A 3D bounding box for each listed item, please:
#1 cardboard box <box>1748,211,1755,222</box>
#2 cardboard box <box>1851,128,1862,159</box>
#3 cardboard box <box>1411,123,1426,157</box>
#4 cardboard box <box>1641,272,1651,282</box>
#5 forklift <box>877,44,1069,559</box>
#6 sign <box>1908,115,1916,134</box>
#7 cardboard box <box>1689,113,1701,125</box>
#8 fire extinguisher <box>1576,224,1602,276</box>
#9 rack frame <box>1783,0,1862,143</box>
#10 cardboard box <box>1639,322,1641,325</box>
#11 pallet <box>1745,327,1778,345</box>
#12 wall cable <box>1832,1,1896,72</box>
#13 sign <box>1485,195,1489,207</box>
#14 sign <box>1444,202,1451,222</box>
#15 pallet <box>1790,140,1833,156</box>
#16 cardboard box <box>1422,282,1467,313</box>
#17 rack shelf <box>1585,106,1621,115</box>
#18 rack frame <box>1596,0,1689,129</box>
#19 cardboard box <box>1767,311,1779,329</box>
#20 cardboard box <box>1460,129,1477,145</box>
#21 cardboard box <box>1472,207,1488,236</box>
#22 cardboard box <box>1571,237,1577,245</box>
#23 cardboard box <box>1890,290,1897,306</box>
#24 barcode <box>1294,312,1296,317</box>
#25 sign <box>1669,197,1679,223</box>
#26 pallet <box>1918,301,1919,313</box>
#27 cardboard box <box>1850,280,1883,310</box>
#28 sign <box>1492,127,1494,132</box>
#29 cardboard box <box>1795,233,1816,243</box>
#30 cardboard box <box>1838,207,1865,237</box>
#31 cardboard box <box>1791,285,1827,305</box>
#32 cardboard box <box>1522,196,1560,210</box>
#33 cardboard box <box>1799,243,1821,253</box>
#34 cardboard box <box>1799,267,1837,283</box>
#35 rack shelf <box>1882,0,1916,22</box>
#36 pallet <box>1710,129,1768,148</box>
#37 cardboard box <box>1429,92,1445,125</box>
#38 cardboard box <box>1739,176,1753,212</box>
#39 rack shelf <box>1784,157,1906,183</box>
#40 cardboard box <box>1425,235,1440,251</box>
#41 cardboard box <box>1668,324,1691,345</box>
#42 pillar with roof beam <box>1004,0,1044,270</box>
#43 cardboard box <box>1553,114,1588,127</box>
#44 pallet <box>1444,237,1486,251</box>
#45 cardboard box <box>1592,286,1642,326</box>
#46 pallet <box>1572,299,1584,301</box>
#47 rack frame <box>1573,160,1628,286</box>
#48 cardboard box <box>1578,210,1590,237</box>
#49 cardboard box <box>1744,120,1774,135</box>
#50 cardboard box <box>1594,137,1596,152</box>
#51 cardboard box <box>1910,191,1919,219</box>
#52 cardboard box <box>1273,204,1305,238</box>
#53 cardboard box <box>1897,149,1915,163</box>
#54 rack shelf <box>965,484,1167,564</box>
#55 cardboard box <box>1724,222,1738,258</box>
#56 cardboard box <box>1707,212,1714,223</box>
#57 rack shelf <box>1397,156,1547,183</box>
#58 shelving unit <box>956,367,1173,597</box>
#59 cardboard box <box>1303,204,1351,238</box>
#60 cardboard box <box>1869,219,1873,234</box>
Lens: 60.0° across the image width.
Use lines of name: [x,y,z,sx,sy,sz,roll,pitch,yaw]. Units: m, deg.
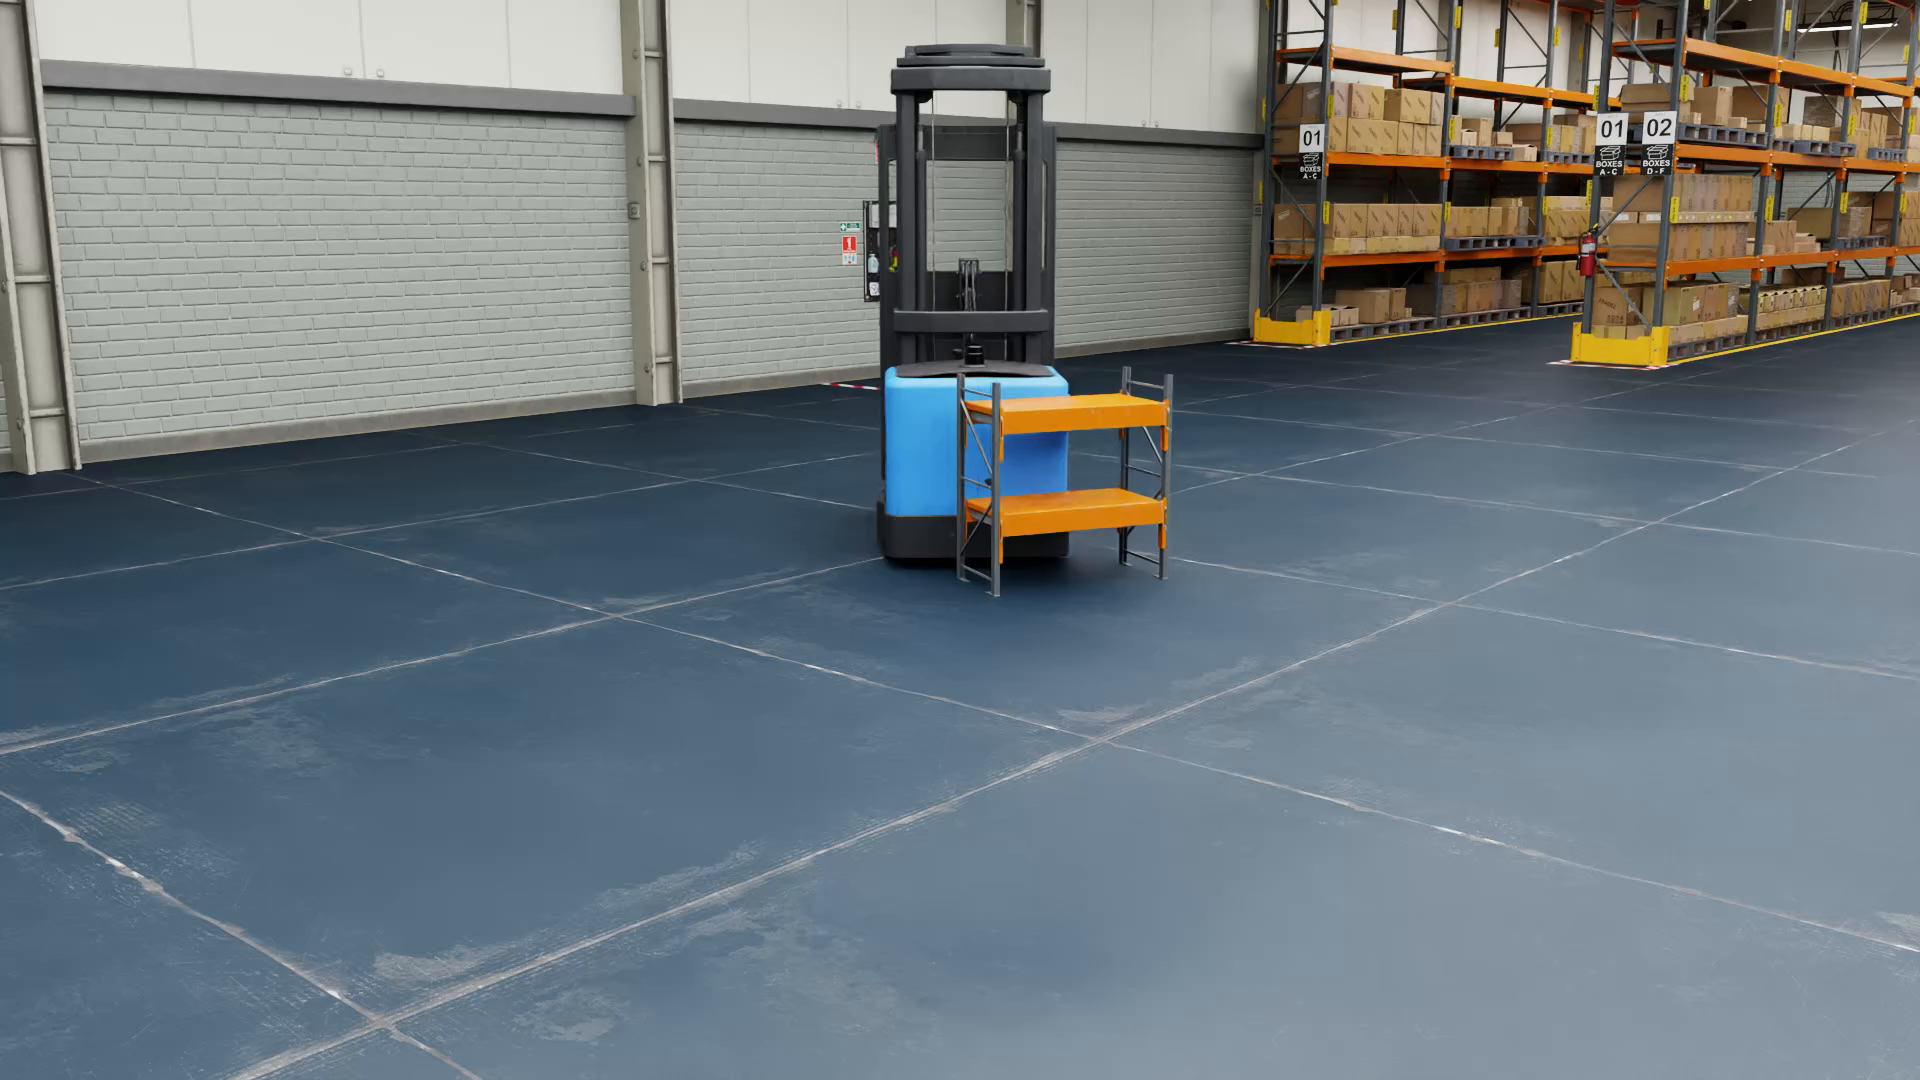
cardboard box: [11.310,-4.700,24.175,0.380,0.149,0.250,10,15,40]
cardboard box: [14.568,-6.653,27.949,0.910,0.500,0.500,10,15,40]
cardboard box: [7.114,-6.392,26.590,0.500,0.500,0.500,8,14,36]
cardboard box: [14.131,-5.444,35.117,0.700,0.500,0.500,10,15,42]
forklift: [0.032,-1.565,10.564,1.130,2.935,3.031,-1,11,-3]
sign: [17.028,-7.424,29.741,0.100,0.325,0.005,10,15,40]
cardboard box: [9.597,-5.585,22.070,0.380,0.149,0.250,10,15,40]
fire extinguisher: [8.261,-3.817,21.862,0.296,0.674,0.183,10,15,40]
rack frame: [13.969,-7.931,26.947,1.000,3.000,0.127,10,15,40]
cardboard box: [9.141,-2.862,22.832,0.500,0.250,0.500,10,15,40]
pallet: [11.785,-3.147,25.429,1.003,0.211,1.213,10,15,40]
wall cable: [21.560,-11.139,38.037,3.097,2.526,0.112,10,15,40]
sign: [9.826,-6.269,30.982,0.100,0.325,0.005,10,15,40]
sign: [8.017,-5.396,27.361,0.100,0.325,0.005,10,15,40]
pallet: [12.852,-6.092,25.875,1.003,0.211,1.213,11,16,43]
cardboard box: [8.381,-4.224,28.959,0.700,0.500,0.500,9,15,39]
rack shelf: [14.206,-8.905,34.680,1.077,0.370,4.000,10,15,40]
rack frame: [8.688,-6.754,21.054,1.000,3.000,0.127,10,15,40]
cardboard box: [12.119,-3.361,25.328,0.500,0.250,0.500,10,15,42]
cardboard box: [8.432,-6.835,28.270,0.500,0.311,0.500,10,15,42]
cardboard box: [8.752,-5.558,29.004,0.500,0.500,0.700,-10,15,-40]
cardboard box: [11.641,-5.762,31.990,0.380,0.149,0.250,10,15,41]
cardboard box: [17.049,-4.509,30.870,0.500,0.311,0.500,10,15,40]
barcode: [5.200,-3.499,25.788,0.001,0.075,0.075,10,15,40]
sign: [9.101,-4.203,21.185,0.100,0.325,0.005,10,15,40]
pallet: [18.674,-4.670,33.057,1.003,0.211,1.213,10,15,40]
cardboard box: [16.166,-4.387,29.775,0.500,0.500,0.500,10,15,41]
sign: [9.834,-7.466,30.751,0.100,0.325,0.005,10,15,40]
cardboard box: [13.696,-4.898,27.303,0.500,0.311,0.500,11,16,44]
cardboard box: [15.047,-5.462,28.570,0.500,0.500,0.700,-9,14,-37]
cardboard box: [13.808,-4.013,27.162,0.500,0.311,0.500,10,15,42]
cardboard box: [10.757,-6.240,30.813,0.500,0.250,0.500,10,15,42]
cardboard box: [13.582,-4.698,26.717,0.380,0.149,0.250,10,15,40]
cardboard box: [15.116,-4.675,29.304,0.500,0.250,0.500,9,15,39]
rack shelf: [17.929,-10.091,31.111,1.077,0.370,4.000,10,15,40]
pallet: [10.785,-5.700,23.658,1.003,0.211,1.213,10,15,40]
cardboard box: [7.478,-6.952,26.844,0.500,0.500,0.500,8,14,36]
cardboard box: [11.040,-5.020,24.120,0.700,0.500,0.500,10,15,41]
rack shelf: [15.289,-6.402,28.784,1.077,0.370,4.000,10,15,40]
cardboard box: [7.520,-4.868,27.259,0.500,0.250,0.500,10,15,40]
cardboard box: [9.536,-2.794,22.491,0.500,0.250,0.500,10,15,40]
pillar with roof beam: [4.050,-6.170,18.127,9.100,9.000,0.400,10,15,40]
cardboard box: [11.853,-8.126,32.285,0.500,0.250,0.500,9,15,39]
pallet: [8.218,-5.041,28.279,1.003,0.211,1.213,10,15,40]
cardboard box: [8.818,-3.155,22.384,0.500,0.500,0.500,10,15,40]
pallet: [12.433,-4.727,33.341,1.003,0.211,1.213,10,15,40]
rack frame: [12.886,-6.218,33.685,1.000,3.000,0.127,10,15,40]
cardboard box: [11.777,-6.099,32.023,0.500,0.500,0.500,10,15,42]
cardboard box: [11.742,-6.094,24.715,0.500,0.250,0.500,-10,15,-42]
cardboard box: [12.222,-7.838,32.761,0.700,0.500,0.500,9,14,37]
cardboard box: [17.472,-6.226,30.918,0.500,0.500,0.500,9,15,39]
cardboard box: [5.116,-4.853,25.269,0.500,0.500,0.500,10,15,40]
cardboard box: [17.116,-7.015,30.400,0.500,0.250,0.500,10,15,40]
rack shelf: [0.561,-0.097,9.074,1.000,0.278,0.538,-5,12,-23]
cardboard box: [10.697,-4.306,23.854,0.700,0.500,0.500,10,15,40]
cardboard box: [10.124,-4.436,22.849,0.380,0.149,0.250,10,15,41]
rack shelf: [8.925,-6.453,29.042,1.077,0.370,4.000,10,15,40]
shelving unit: [0.561,-0.337,9.026,1.048,1.125,0.538,-5,12,-23]
cardboard box: [5.505,-4.788,24.942,0.500,0.500,0.500,10,15,40]
cardboard box: [16.746,-5.734,31.005,0.500,0.500,0.500,10,15,41]
